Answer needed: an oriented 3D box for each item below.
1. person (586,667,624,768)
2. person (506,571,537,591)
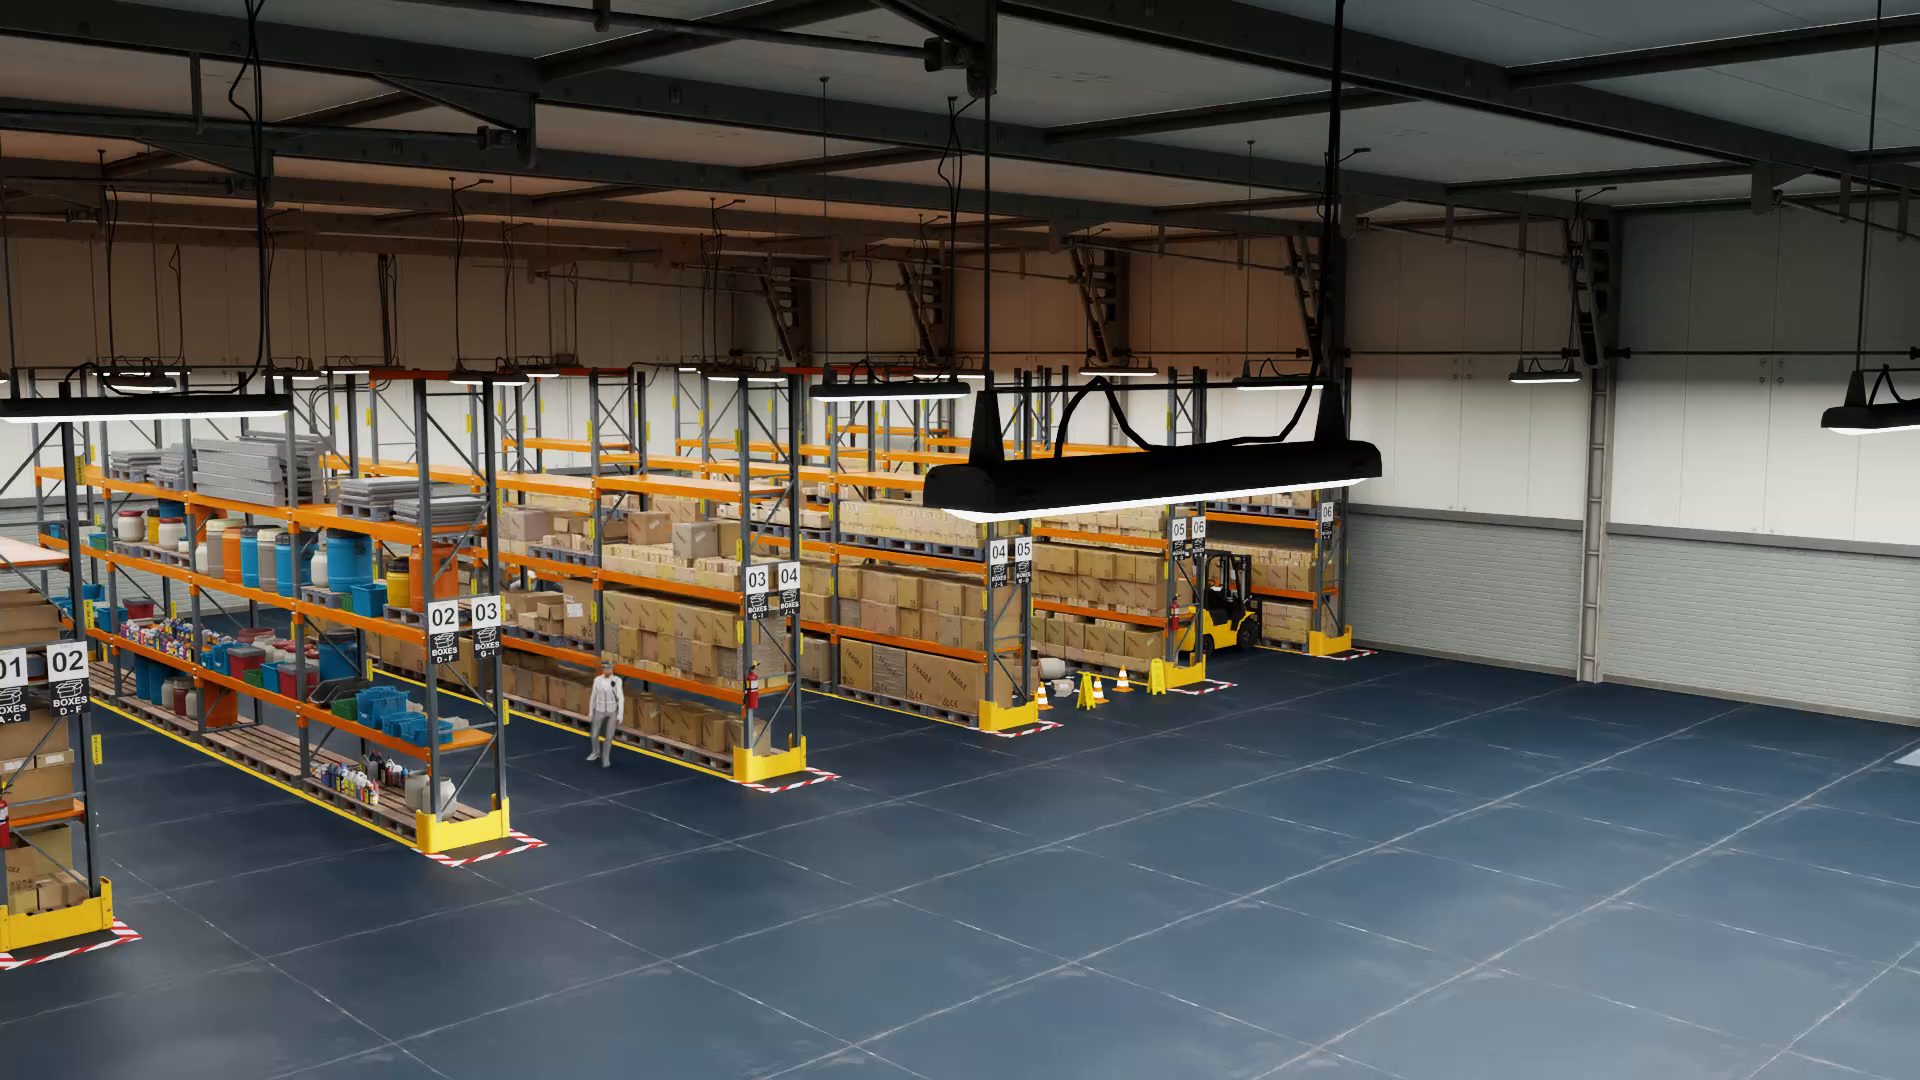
[{"bbox_3d":[-5.439,2.664,25.460,0.594,1.670,0.465,-1,7,-10],"label":"person"},{"bbox_3d":[-9.617,1.438,36.471,0.876,1.583,0.716,5,8,38],"label":"person"}]
